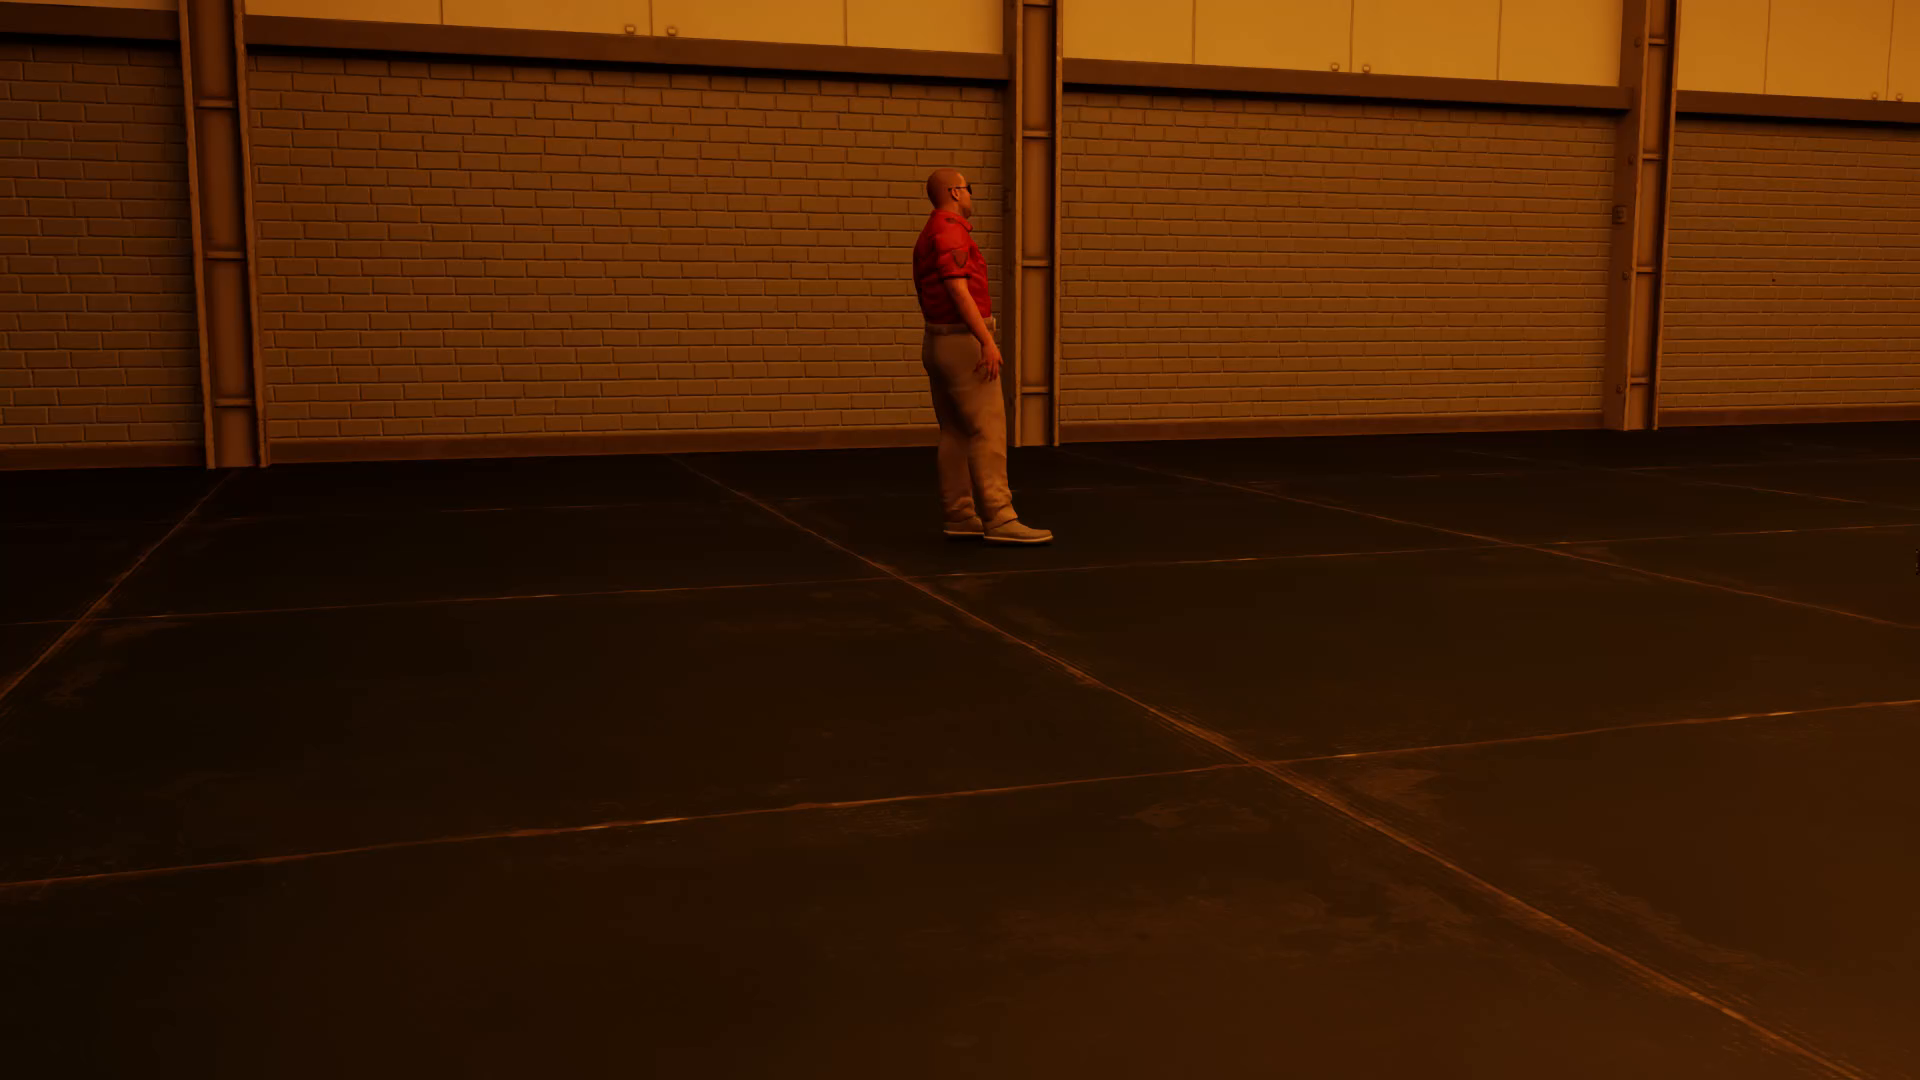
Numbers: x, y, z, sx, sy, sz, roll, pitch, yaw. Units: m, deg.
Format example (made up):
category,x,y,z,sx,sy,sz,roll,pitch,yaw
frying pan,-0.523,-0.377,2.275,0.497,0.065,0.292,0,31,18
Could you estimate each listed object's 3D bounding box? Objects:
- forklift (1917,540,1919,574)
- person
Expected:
category,x,y,z,sx,sy,sz,roll,pitch,yaw
forklift,4.942,-1.124,5.308,3.031,2.935,1.130,4,9,25
person,0.089,-0.866,7.823,0.551,1.727,0.640,-3,8,-18
